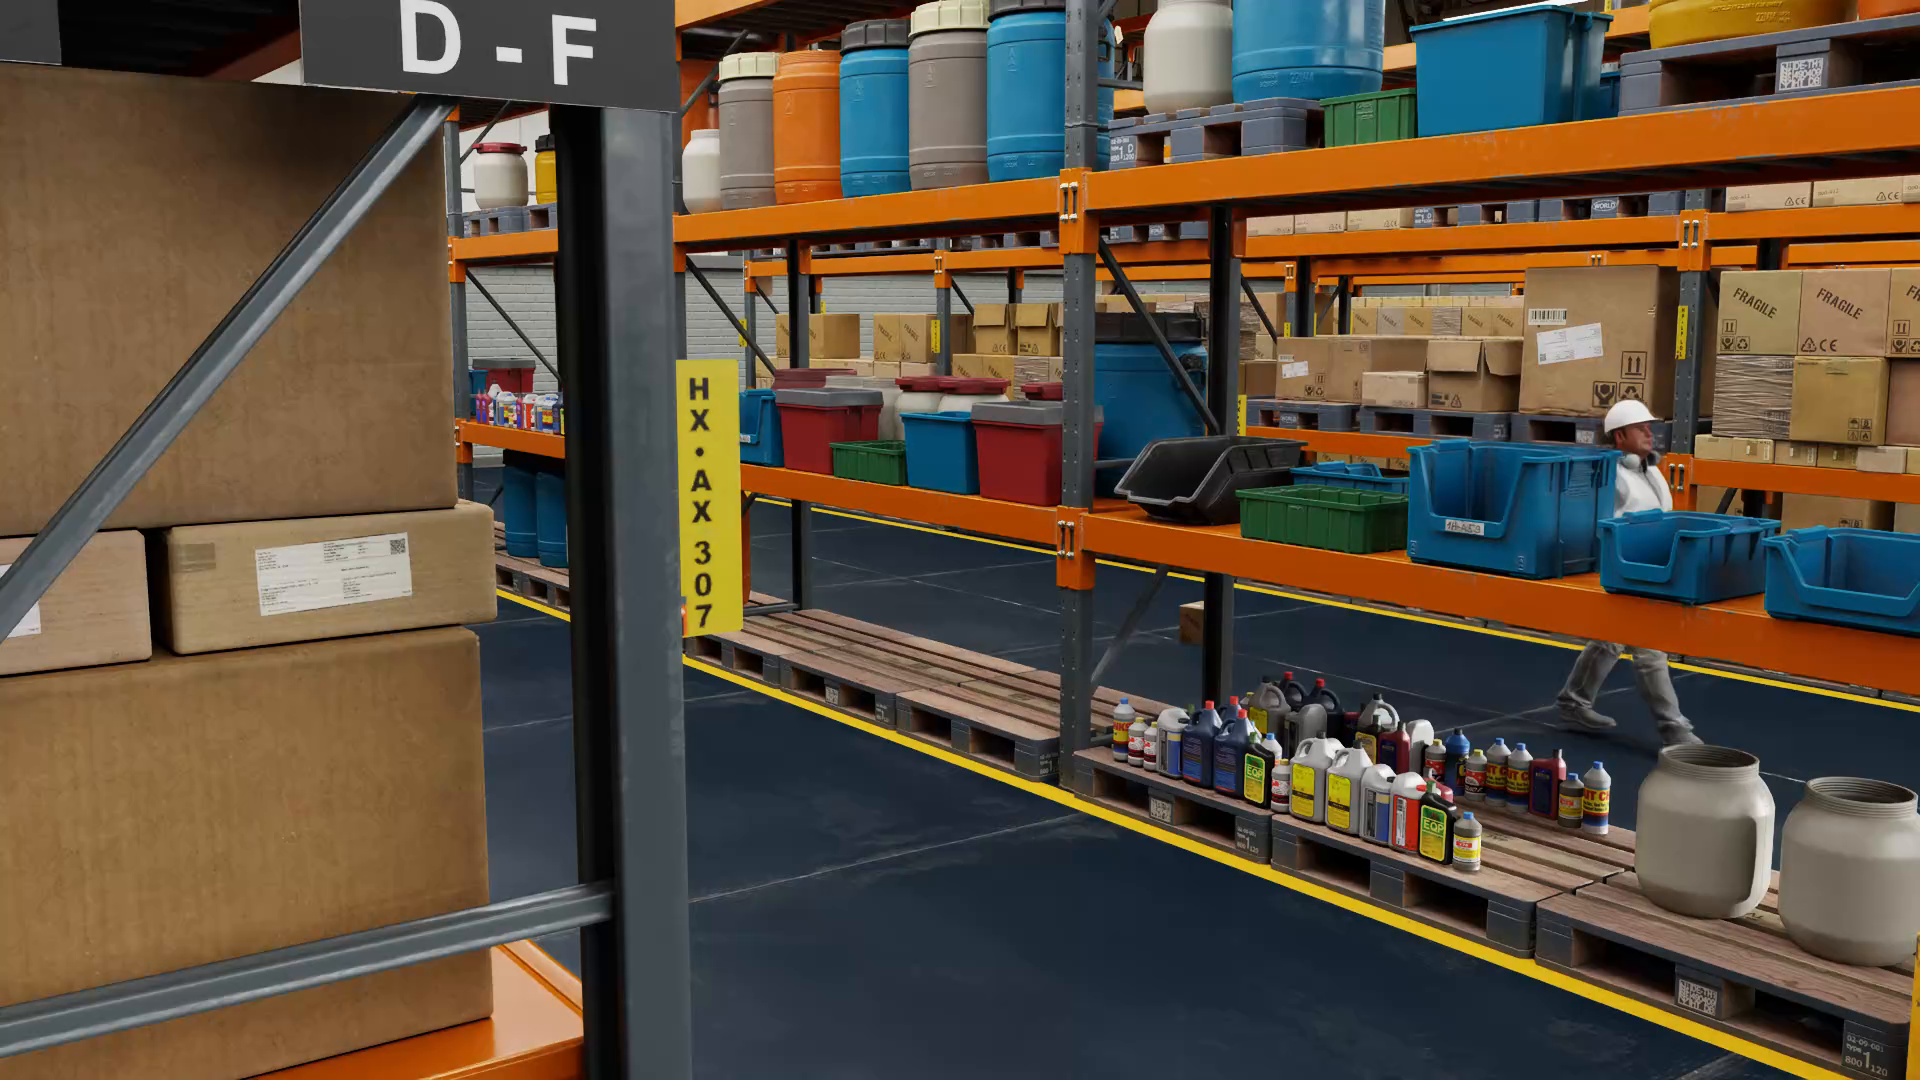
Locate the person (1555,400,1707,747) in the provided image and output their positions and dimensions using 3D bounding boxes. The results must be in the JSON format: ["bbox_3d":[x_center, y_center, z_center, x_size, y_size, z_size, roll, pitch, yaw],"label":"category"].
[{"bbox_3d":[3.478,0.164,8.397,0.536,1.730,0.950,-7,10,-41],"label":"person"}]
